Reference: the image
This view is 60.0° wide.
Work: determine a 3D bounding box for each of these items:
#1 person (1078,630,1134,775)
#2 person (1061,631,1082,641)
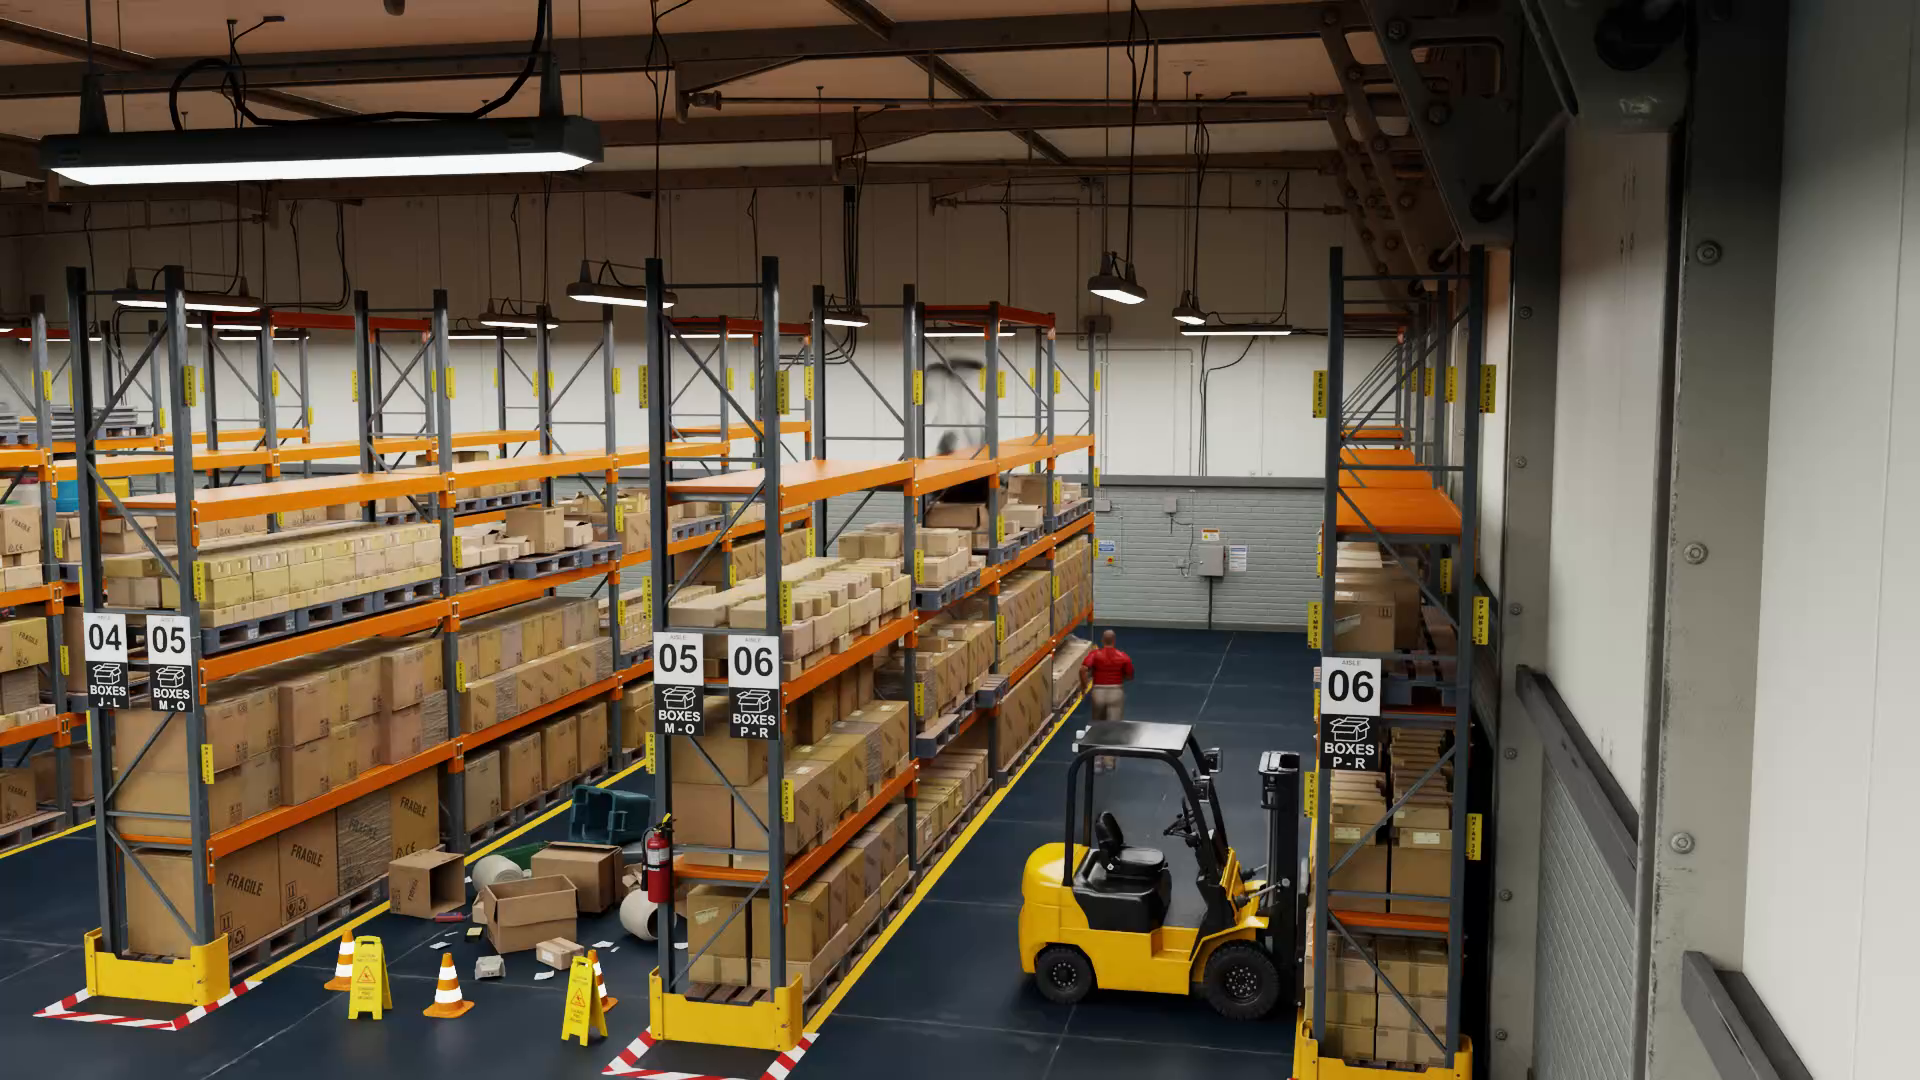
[{"bbox_3d":[1.795,2.007,20.229,0.635,1.863,0.747,1,6,14],"label":"person"},{"bbox_3d":[1.971,1.349,29.594,0.554,1.653,0.556,2,6,15],"label":"person"}]
